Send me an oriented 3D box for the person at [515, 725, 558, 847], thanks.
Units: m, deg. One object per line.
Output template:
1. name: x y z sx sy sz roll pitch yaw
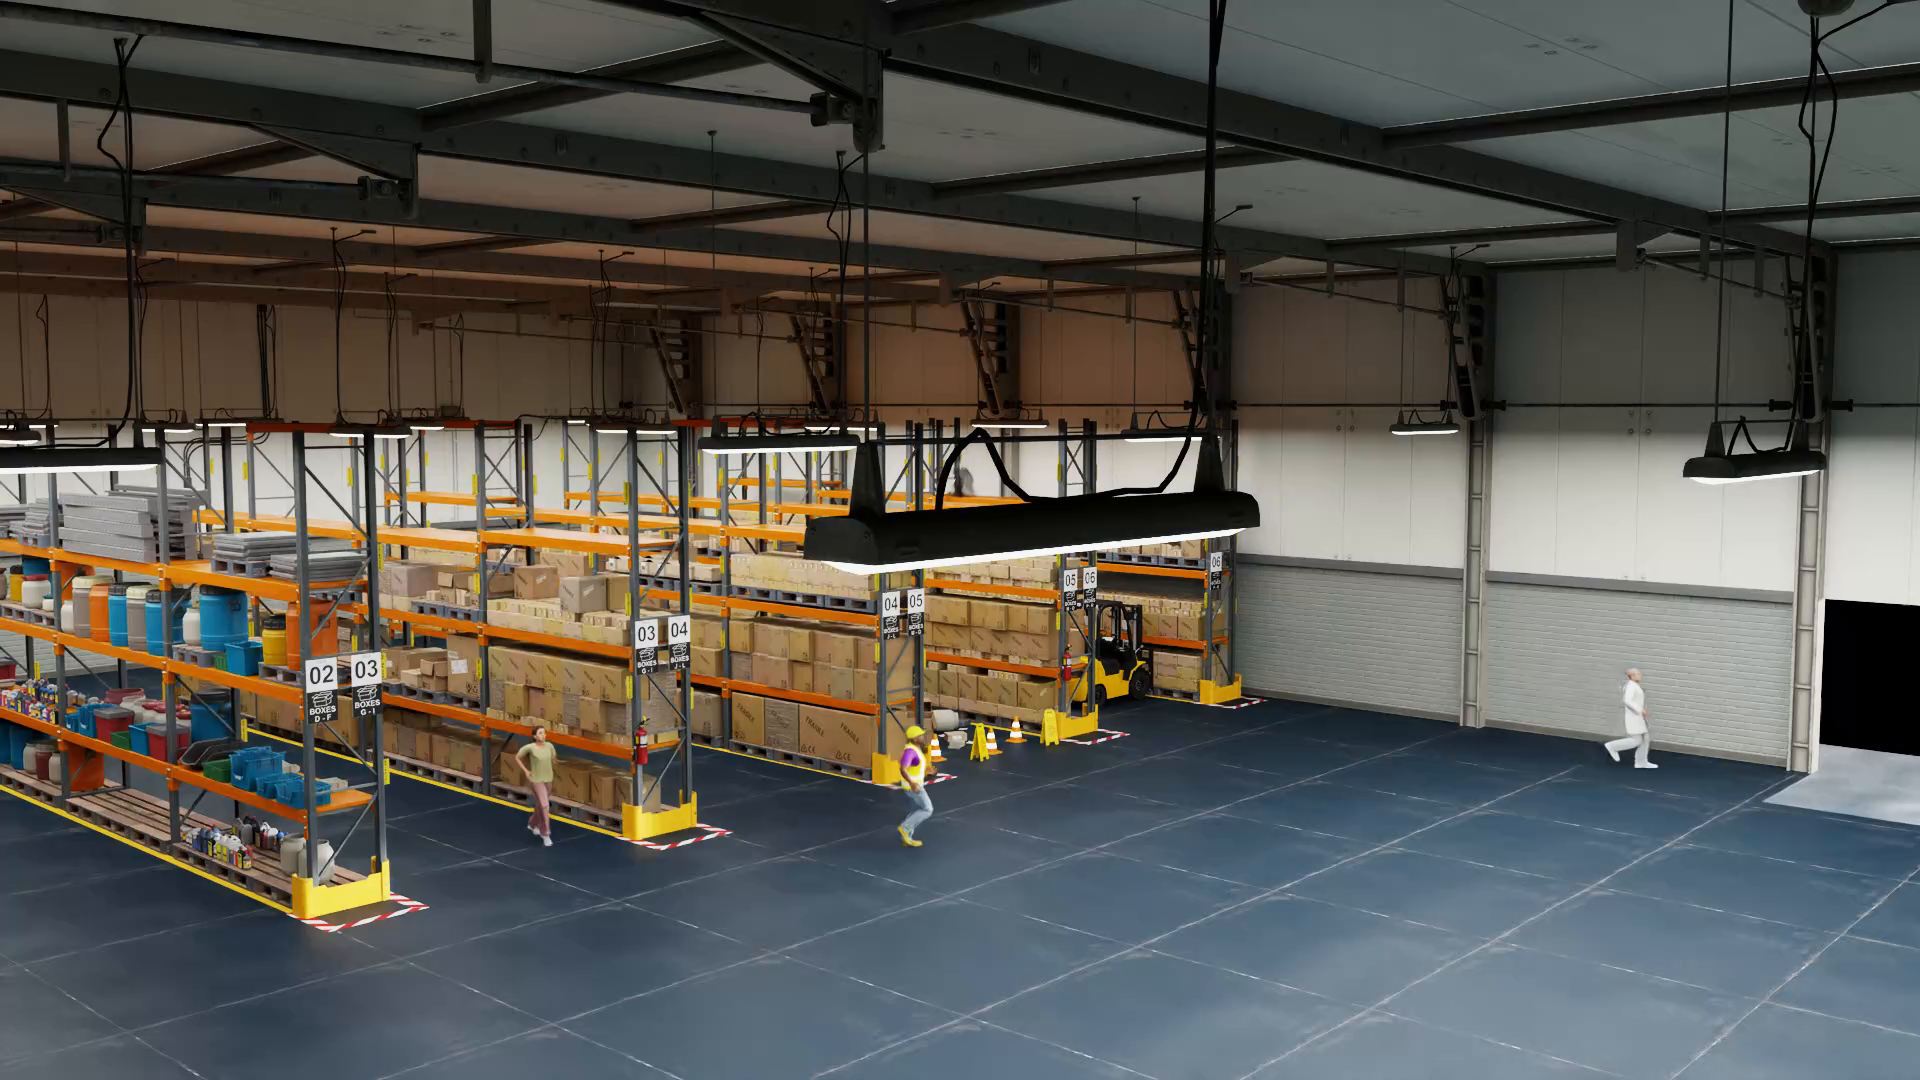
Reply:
1. person: -6.065 3.523 24.039 0.742 1.719 0.563 4 6 42

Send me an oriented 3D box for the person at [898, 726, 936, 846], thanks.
1. person: -0.616 3.519 23.830 0.594 1.729 0.681 -1 5 -7

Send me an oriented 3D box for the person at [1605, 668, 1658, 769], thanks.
1. person: 11.683 3.093 28.890 0.865 1.745 0.726 2 5 24
